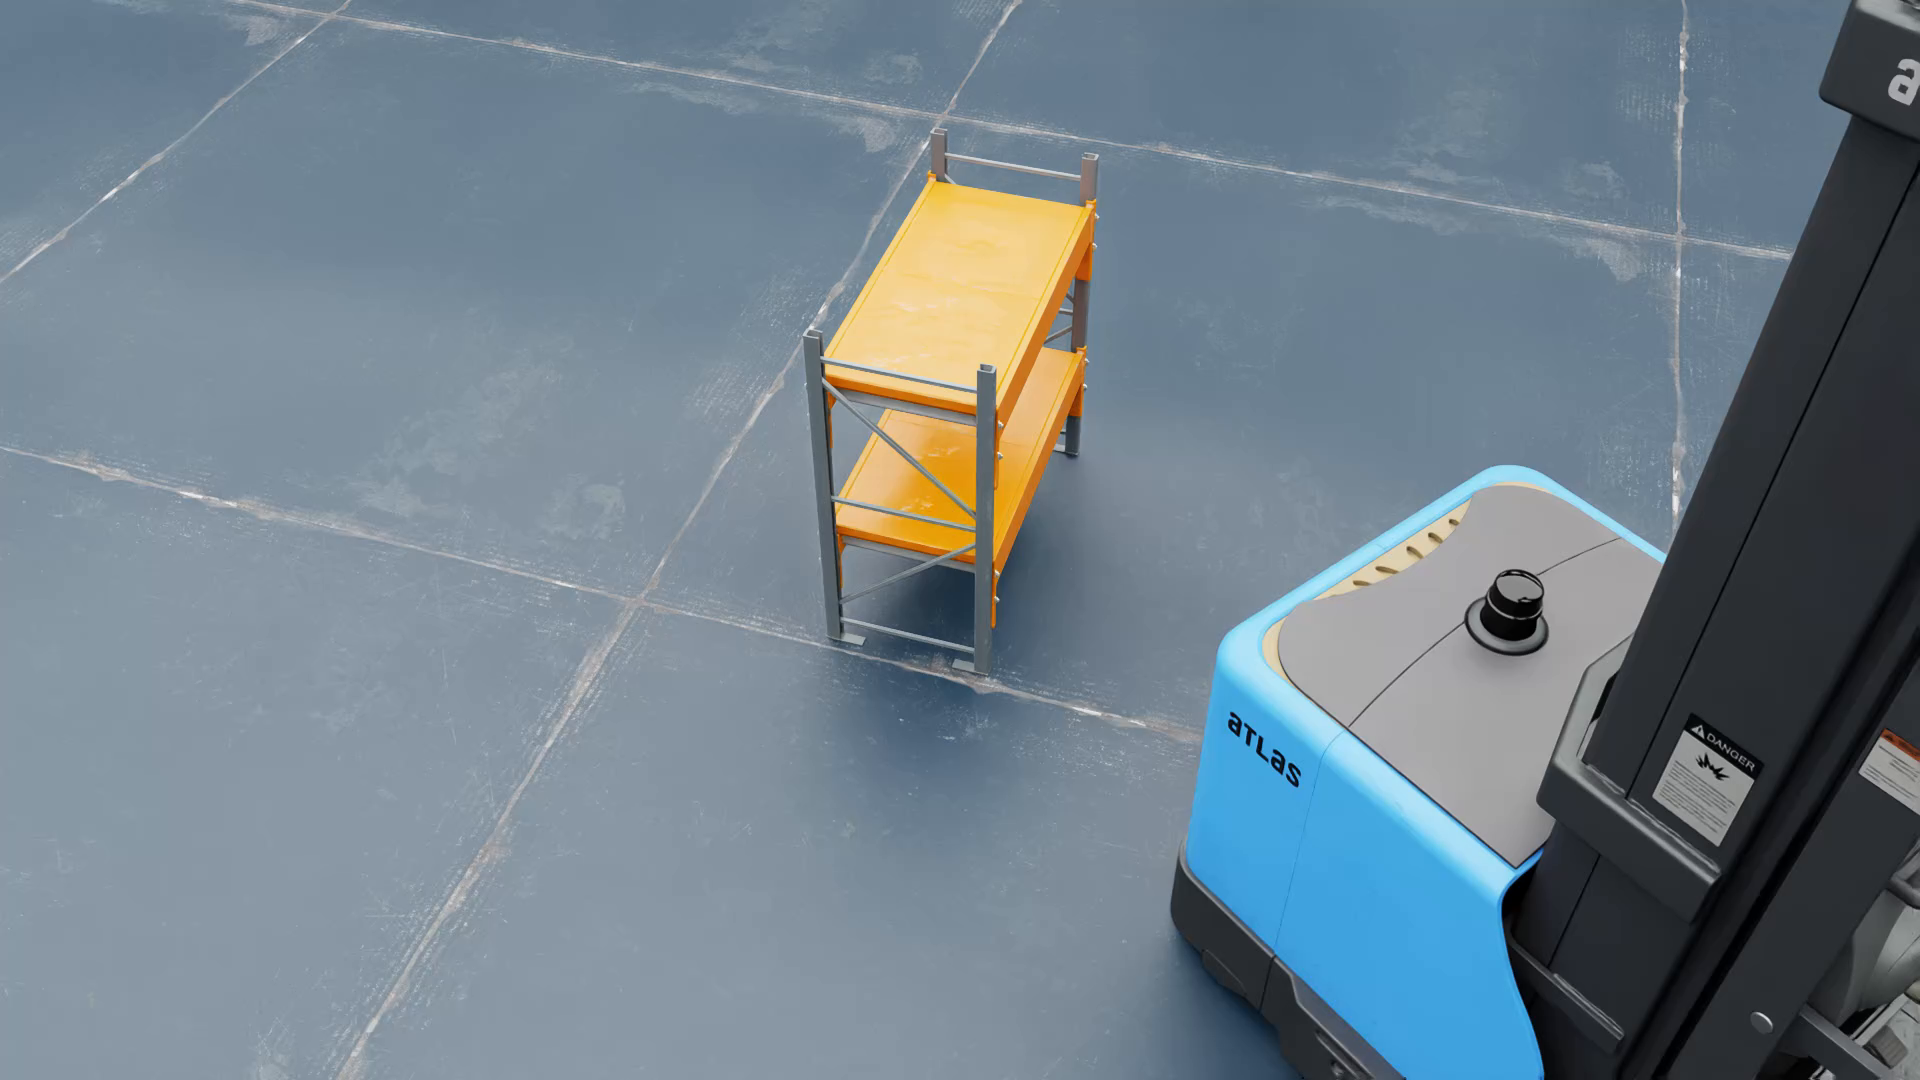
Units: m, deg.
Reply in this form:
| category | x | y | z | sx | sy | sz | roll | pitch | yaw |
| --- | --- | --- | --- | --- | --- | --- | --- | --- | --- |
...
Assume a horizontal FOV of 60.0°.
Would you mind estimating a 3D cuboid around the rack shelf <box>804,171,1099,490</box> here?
| category | x | y | z | sx | sy | sz | roll | pitch | yaw |
| --- | --- | --- | --- | --- | --- | --- | --- | --- | --- |
| rack shelf | 0.002 | -0.616 | 4.656 | 0.538 | 0.278 | 1.000 | 13 | 46 | 13 |

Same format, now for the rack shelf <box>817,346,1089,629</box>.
| category | x | y | z | sx | sy | sz | roll | pitch | yaw |
| --- | --- | --- | --- | --- | --- | --- | --- | --- | --- |
| rack shelf | 0.002 | -0.232 | 5.032 | 0.538 | 0.278 | 1.000 | 13 | 46 | 13 |

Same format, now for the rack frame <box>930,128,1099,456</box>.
| category | x | y | z | sx | sy | sz | roll | pitch | yaw |
| --- | --- | --- | --- | --- | --- | --- | --- | --- | --- |
| rack frame | 0.156 | -0.745 | 5.207 | 0.500 | 1.125 | 0.032 | 13 | 46 | 13 |

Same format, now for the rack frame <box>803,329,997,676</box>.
| category | x | y | z | sx | sy | sz | roll | pitch | yaw |
| --- | --- | --- | --- | --- | --- | --- | --- | --- | --- |
| rack frame | -0.152 | -0.068 | 4.515 | 0.500 | 1.125 | 0.032 | 13 | 46 | 13 |

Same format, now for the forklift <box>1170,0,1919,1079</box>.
| category | x | y | z | sx | sy | sz | roll | pitch | yaw |
| --- | --- | --- | --- | --- | --- | --- | --- | --- | --- |
| forklift | 1.829 | 0.539 | 2.604 | 1.130 | 2.935 | 3.031 | -28 | 51 | -26 |

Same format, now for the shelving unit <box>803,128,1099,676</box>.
| category | x | y | z | sx | sy | sz | roll | pitch | yaw |
| --- | --- | --- | --- | --- | --- | --- | --- | --- | --- |
| shelving unit | 0.002 | -0.407 | 4.861 | 0.538 | 1.125 | 1.048 | 13 | 46 | 13 |
